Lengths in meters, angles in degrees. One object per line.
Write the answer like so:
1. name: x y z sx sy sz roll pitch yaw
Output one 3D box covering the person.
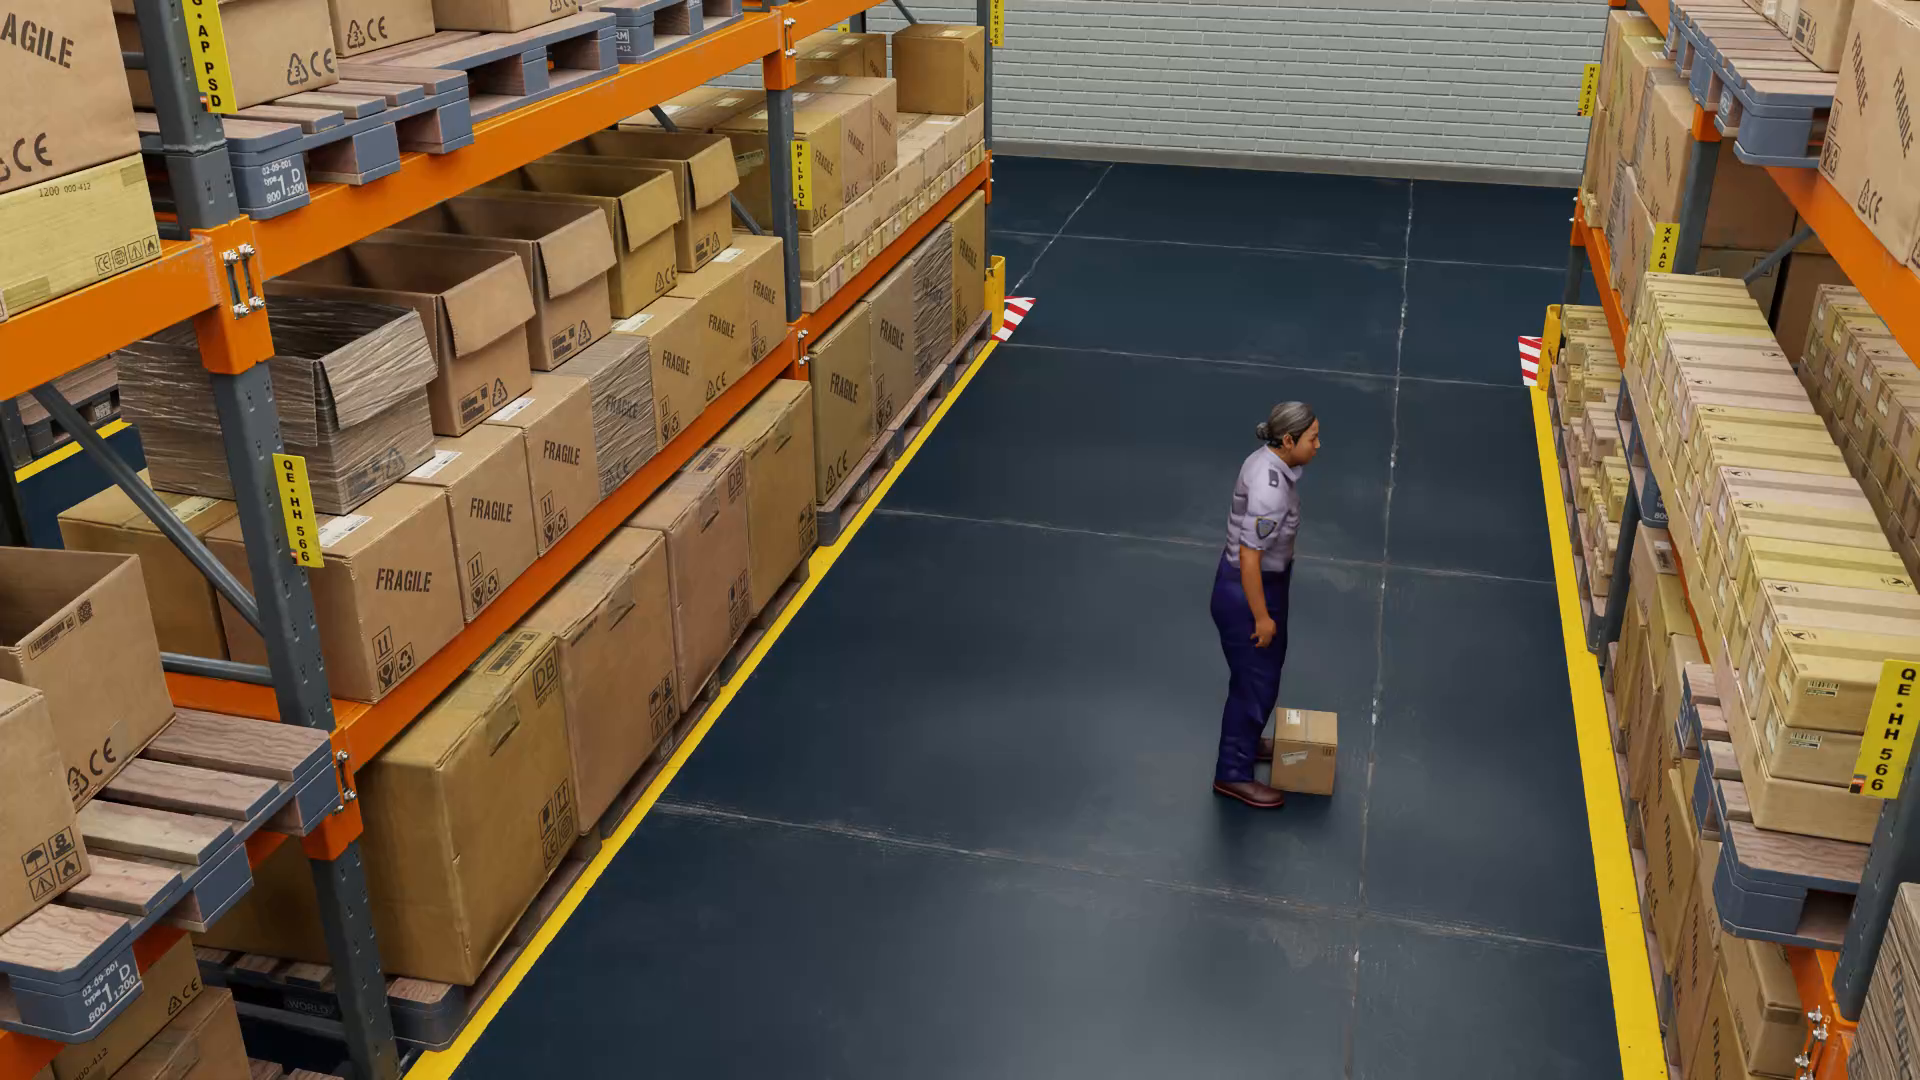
1. person: 1.195 0.225 6.646 0.367 1.652 0.543 6 26 13
